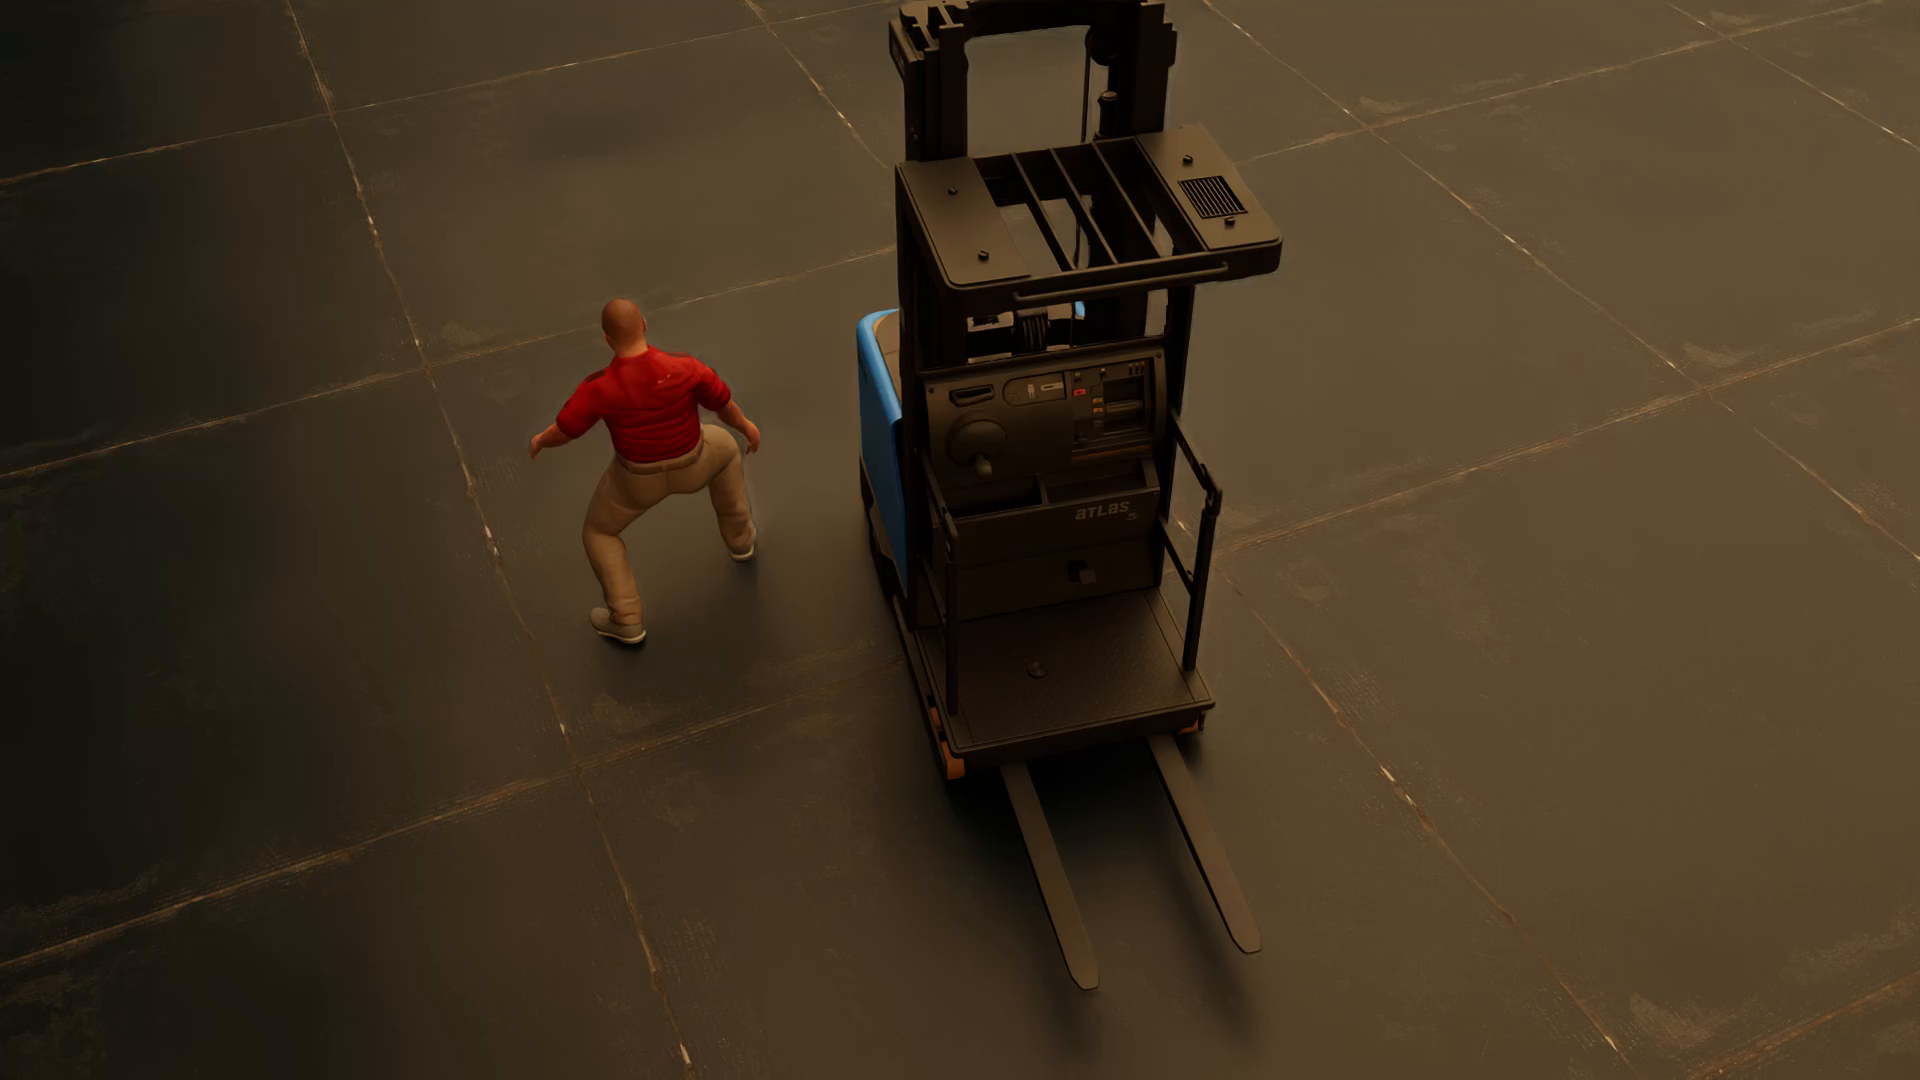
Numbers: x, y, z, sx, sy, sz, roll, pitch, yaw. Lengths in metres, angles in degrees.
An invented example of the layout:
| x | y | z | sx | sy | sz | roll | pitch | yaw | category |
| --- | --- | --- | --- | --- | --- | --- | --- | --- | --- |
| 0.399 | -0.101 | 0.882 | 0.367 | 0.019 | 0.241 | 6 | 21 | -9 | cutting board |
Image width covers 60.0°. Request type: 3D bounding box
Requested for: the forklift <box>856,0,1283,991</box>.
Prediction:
| x | y | z | sx | sy | sz | roll | pitch | yaw | category |
| --- | --- | --- | --- | --- | --- | --- | --- | --- | --- |
| 0.382 | -0.390 | 6.098 | 1.130 | 2.935 | 3.031 | -10 | 44 | -10 | forklift |

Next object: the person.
| x | y | z | sx | sy | sz | roll | pitch | yaw | category |
| --- | --- | --- | --- | --- | --- | --- | --- | --- | --- |
| -1.323 | -0.358 | 7.068 | 0.972 | 1.611 | 0.677 | -11 | 44 | -12 | person |
